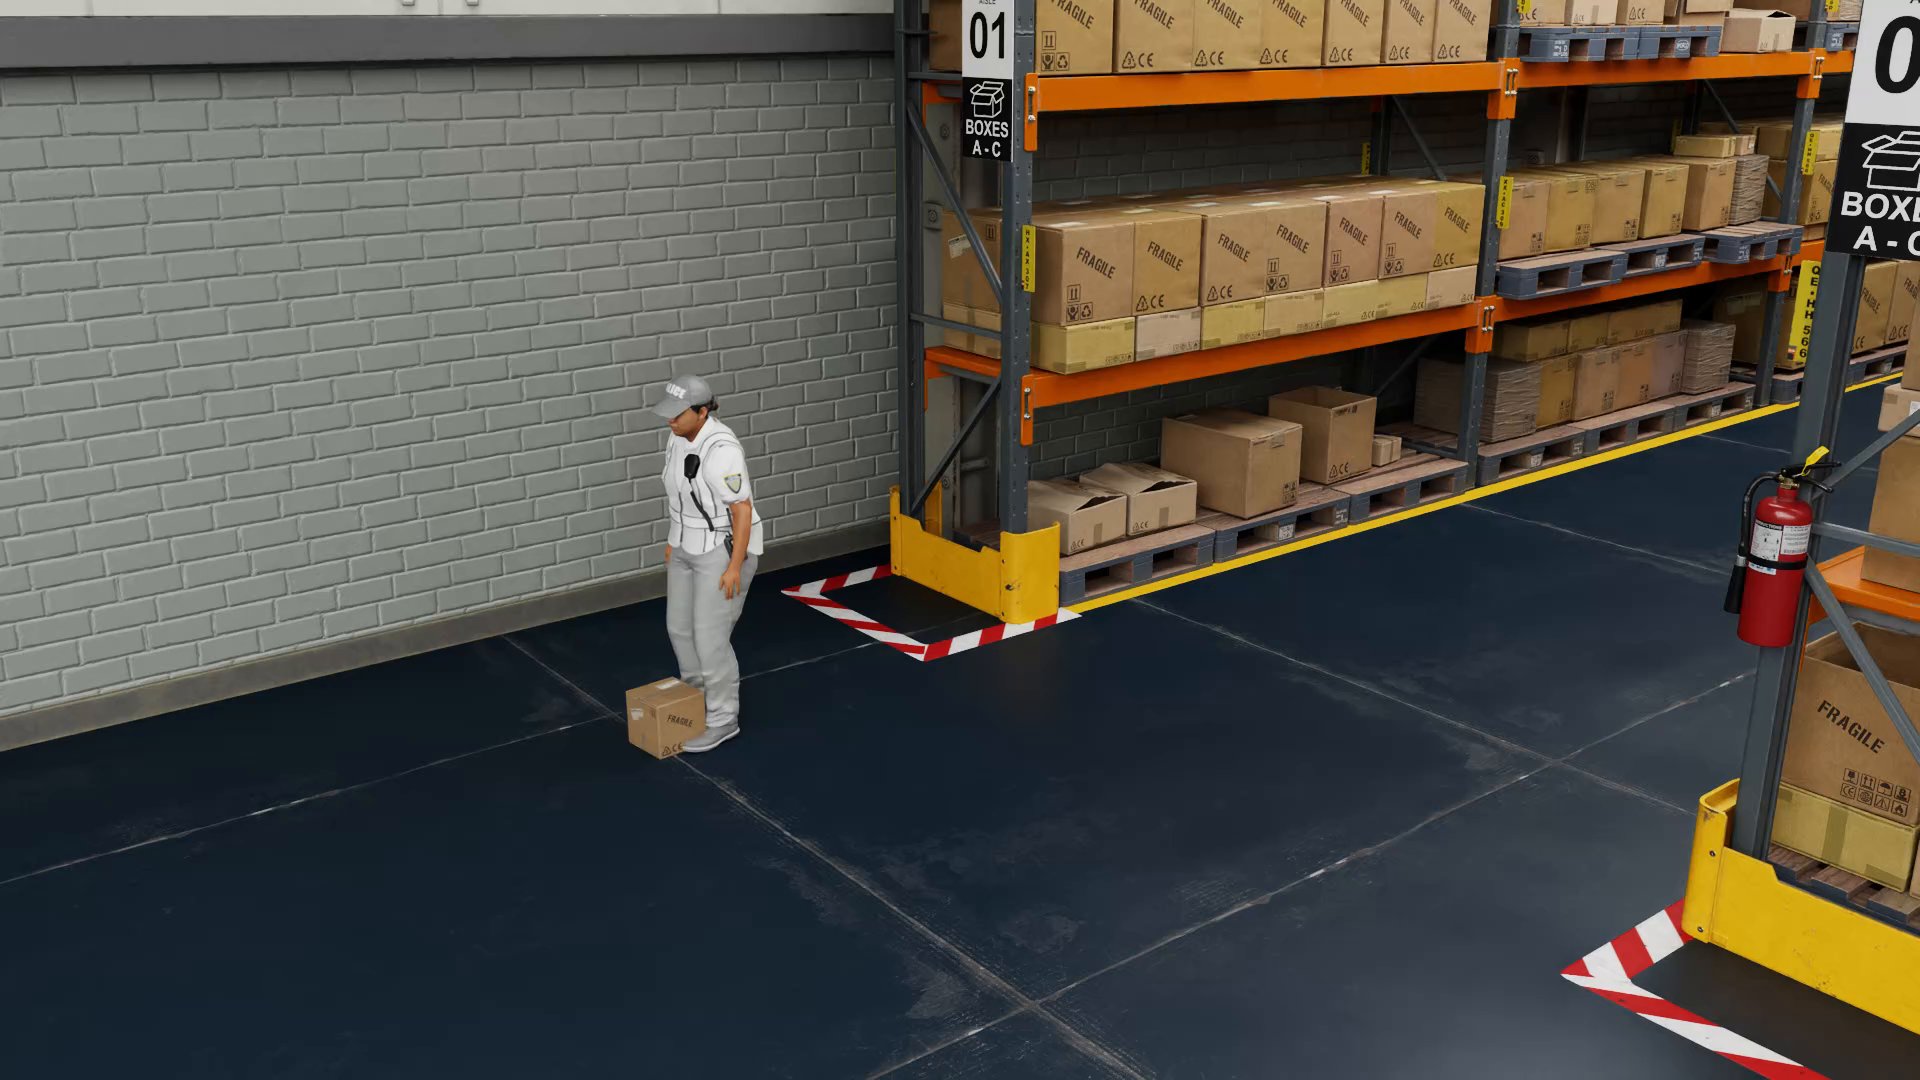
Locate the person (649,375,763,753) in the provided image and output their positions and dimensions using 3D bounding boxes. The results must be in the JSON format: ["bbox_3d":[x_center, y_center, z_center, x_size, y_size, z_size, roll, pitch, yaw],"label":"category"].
[{"bbox_3d":[-1.134,0.075,7.309,0.467,1.665,0.557,-15,23,-39],"label":"person"}]
